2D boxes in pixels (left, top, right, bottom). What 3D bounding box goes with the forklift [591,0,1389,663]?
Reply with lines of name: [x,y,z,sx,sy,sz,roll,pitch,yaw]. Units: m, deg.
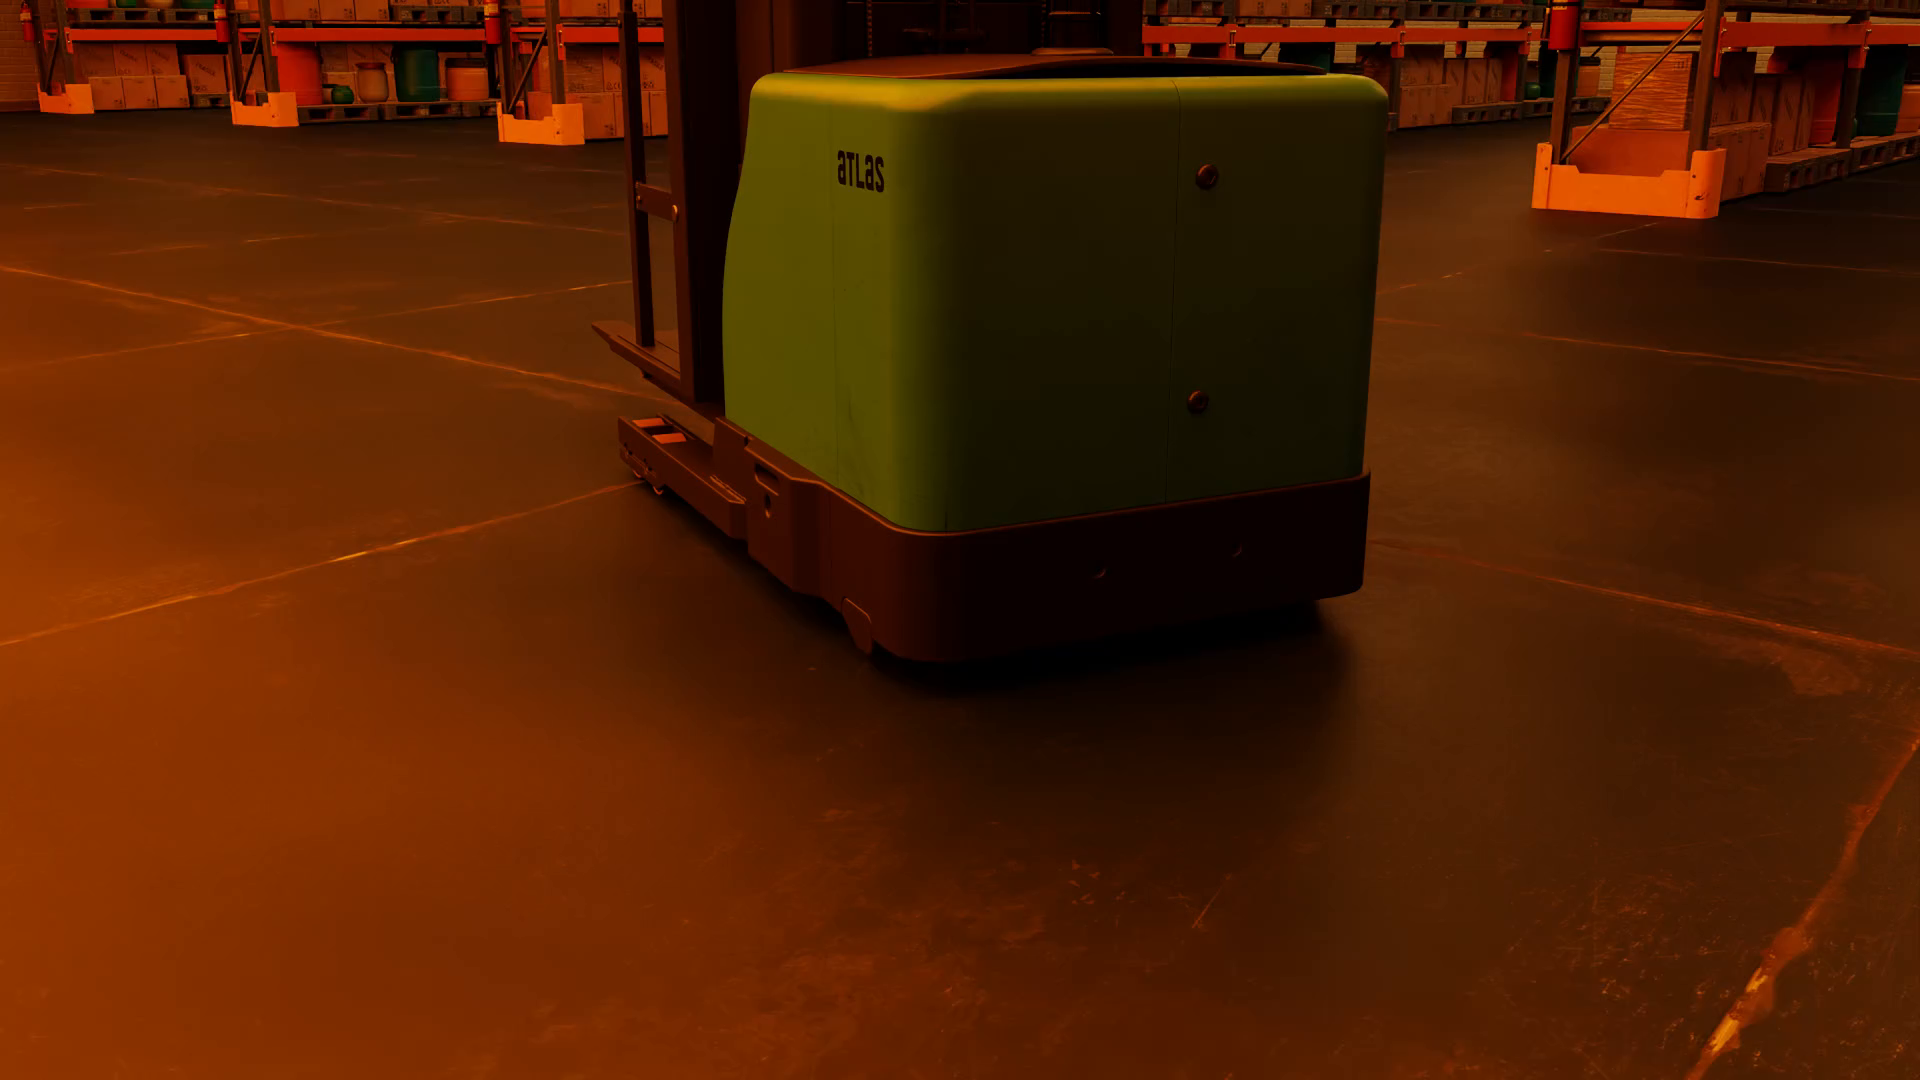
forklift: [-0.270,-1.565,4.052,1.130,2.935,3.031,-8,19,-25]
